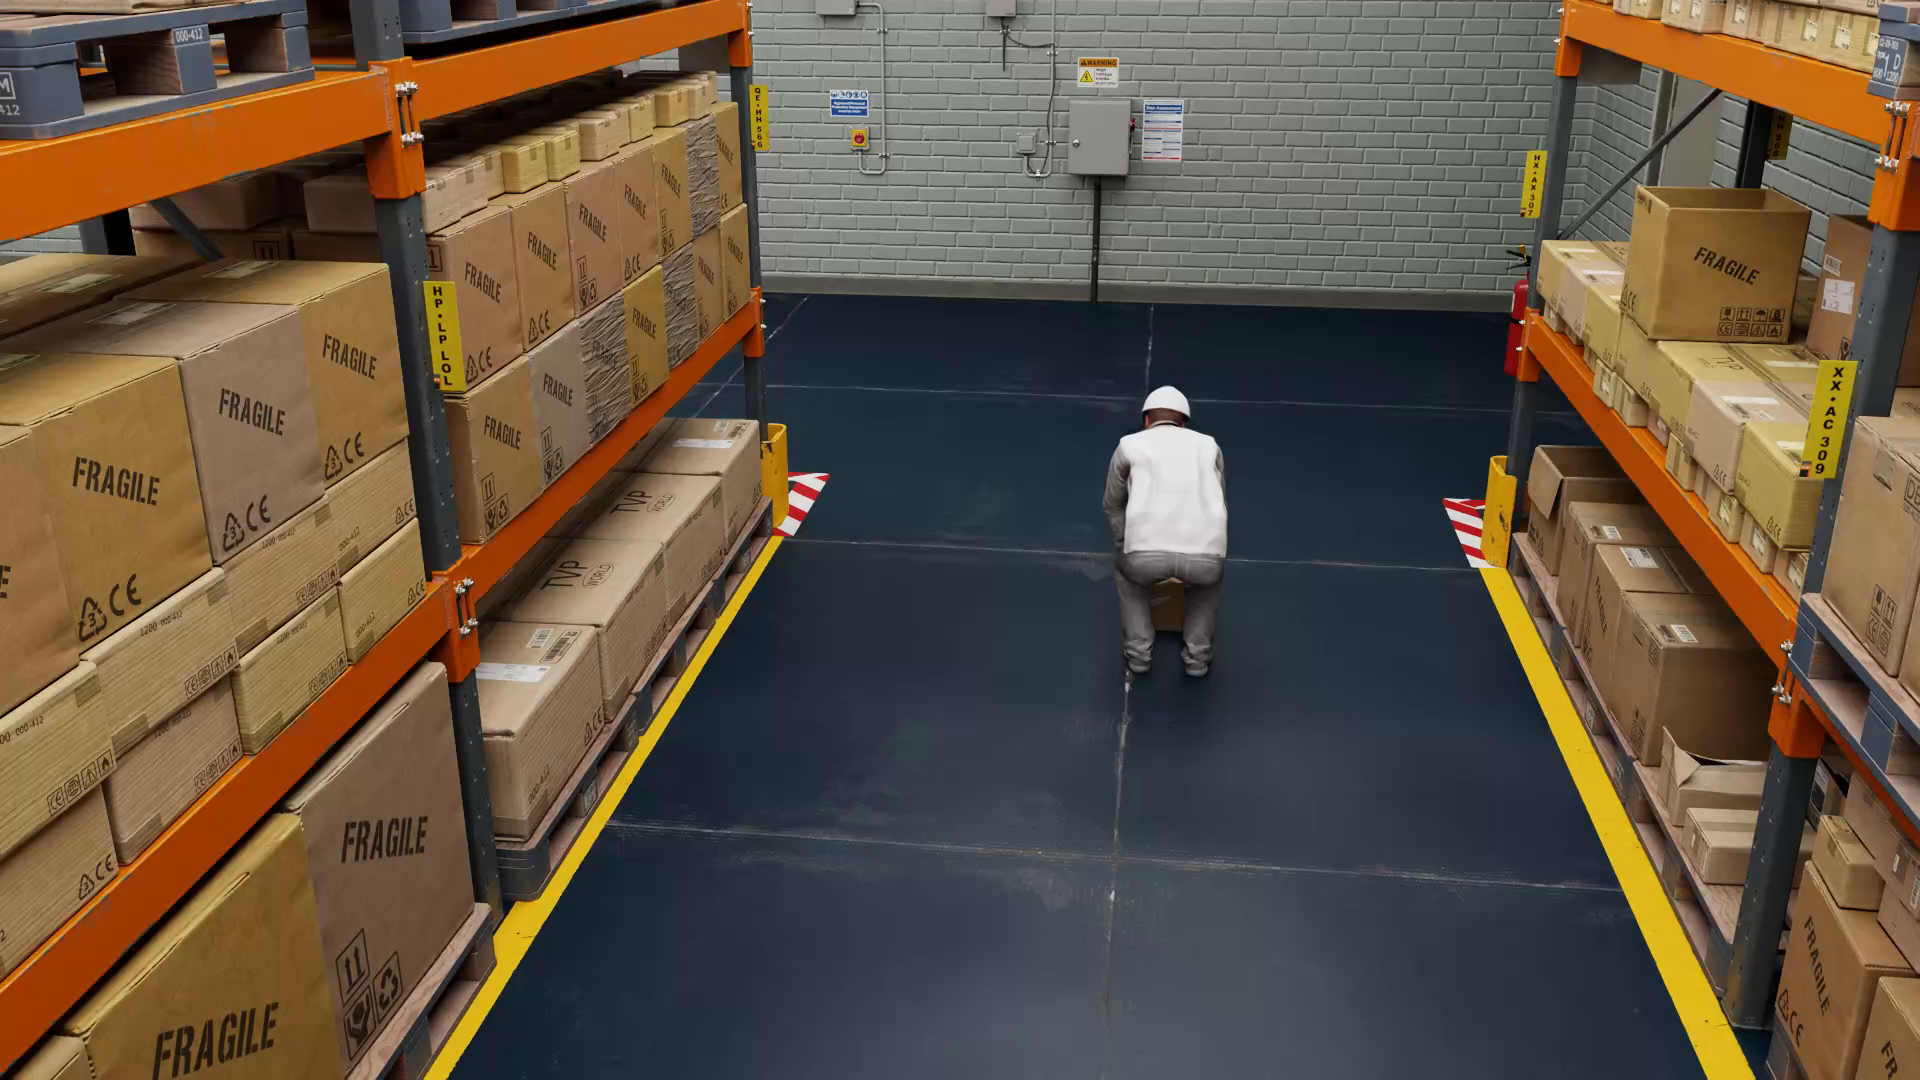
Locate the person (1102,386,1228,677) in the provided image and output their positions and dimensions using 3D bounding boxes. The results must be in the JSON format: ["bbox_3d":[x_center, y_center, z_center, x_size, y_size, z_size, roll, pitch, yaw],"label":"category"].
[{"bbox_3d":[0.917,-0.032,7.458,0.568,1.182,0.847,2,21,6],"label":"person"}]
